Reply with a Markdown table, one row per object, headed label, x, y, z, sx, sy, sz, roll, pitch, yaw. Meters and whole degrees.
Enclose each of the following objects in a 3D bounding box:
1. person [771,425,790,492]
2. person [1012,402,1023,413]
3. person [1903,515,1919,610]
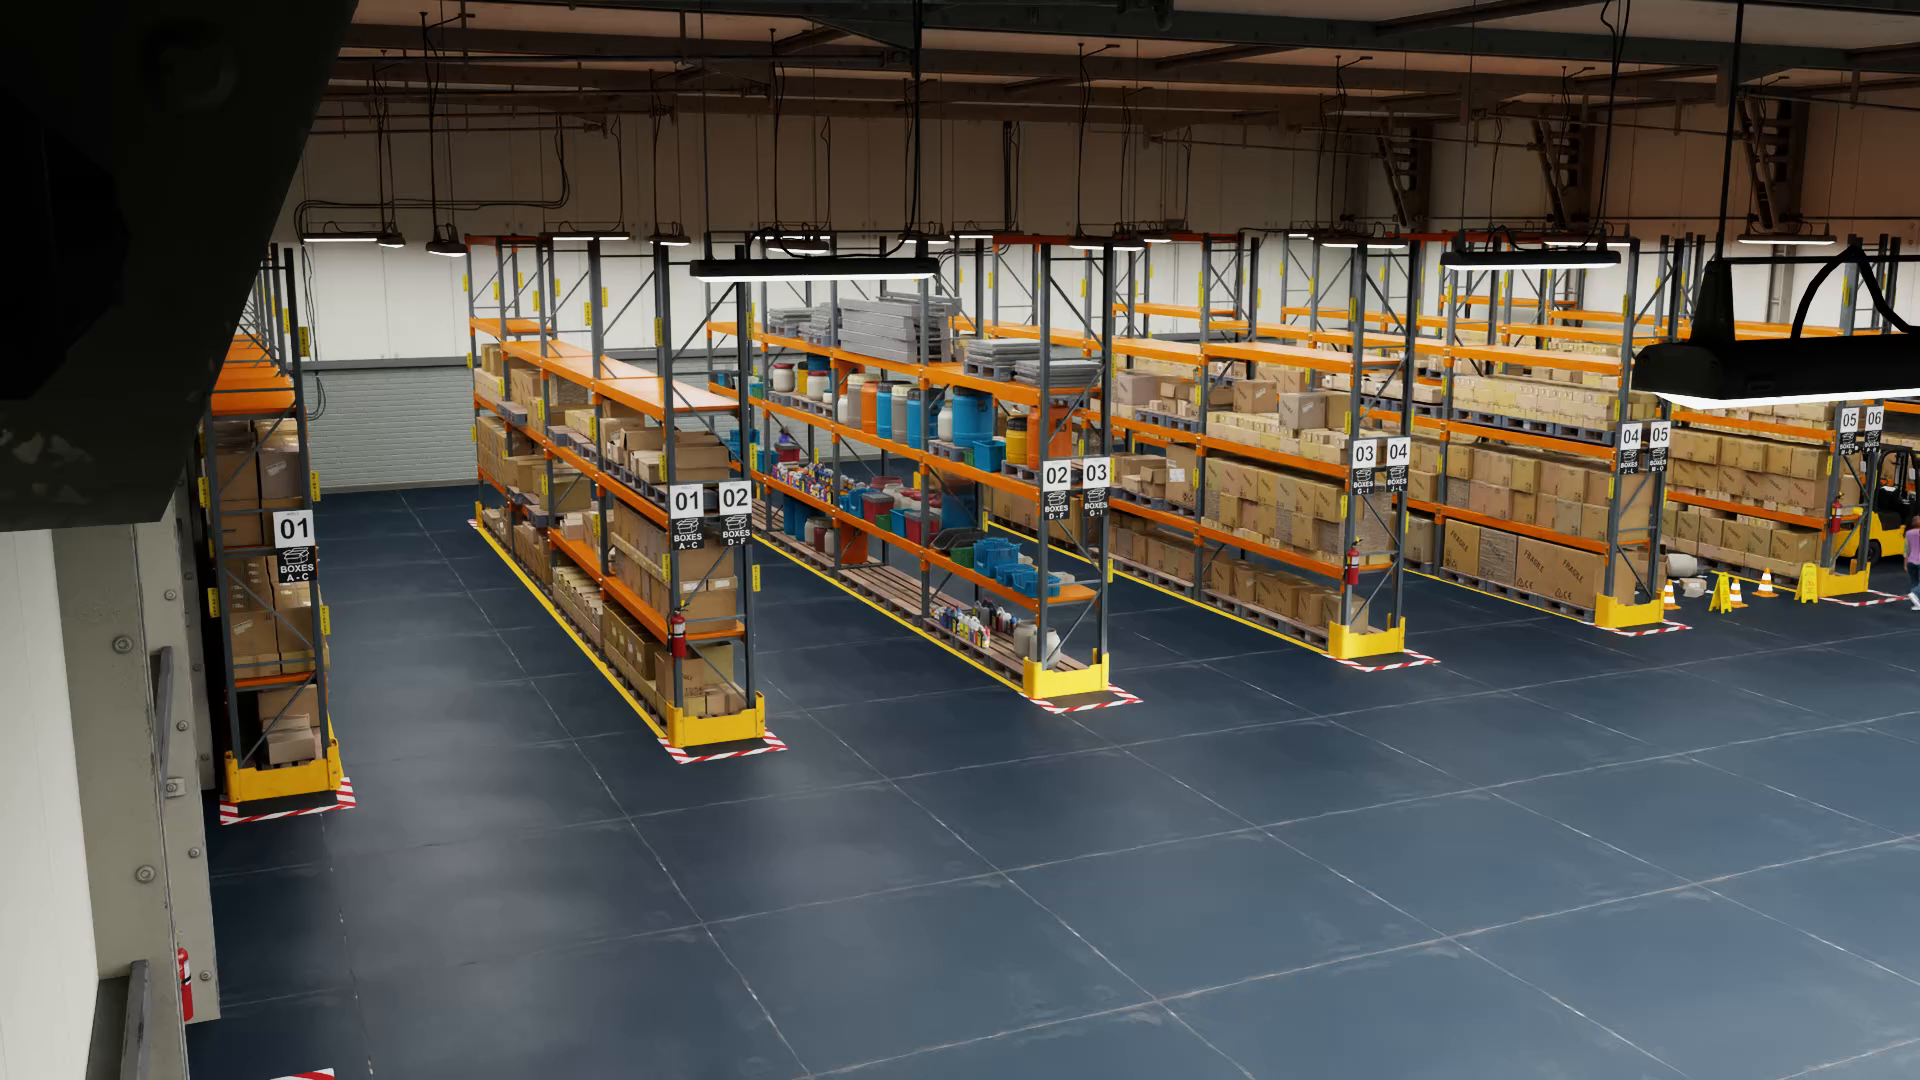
| label | x | y | z | sx | sy | sz | roll | pitch | yaw |
| --- | --- | --- | --- | --- | --- | --- | --- | --- | --- |
| person | -4.102 | -1.843 | 38.308 | 0.836 | 1.637 | 0.454 | -2 | 11 | -10 |
| person | 1.480 | -2.956 | 44.116 | 0.729 | 1.494 | 0.469 | 3 | 11 | 16 |
| person | 15.528 | 0.384 | 26.970 | 0.597 | 1.591 | 0.450 | -8 | 14 | -37 |
